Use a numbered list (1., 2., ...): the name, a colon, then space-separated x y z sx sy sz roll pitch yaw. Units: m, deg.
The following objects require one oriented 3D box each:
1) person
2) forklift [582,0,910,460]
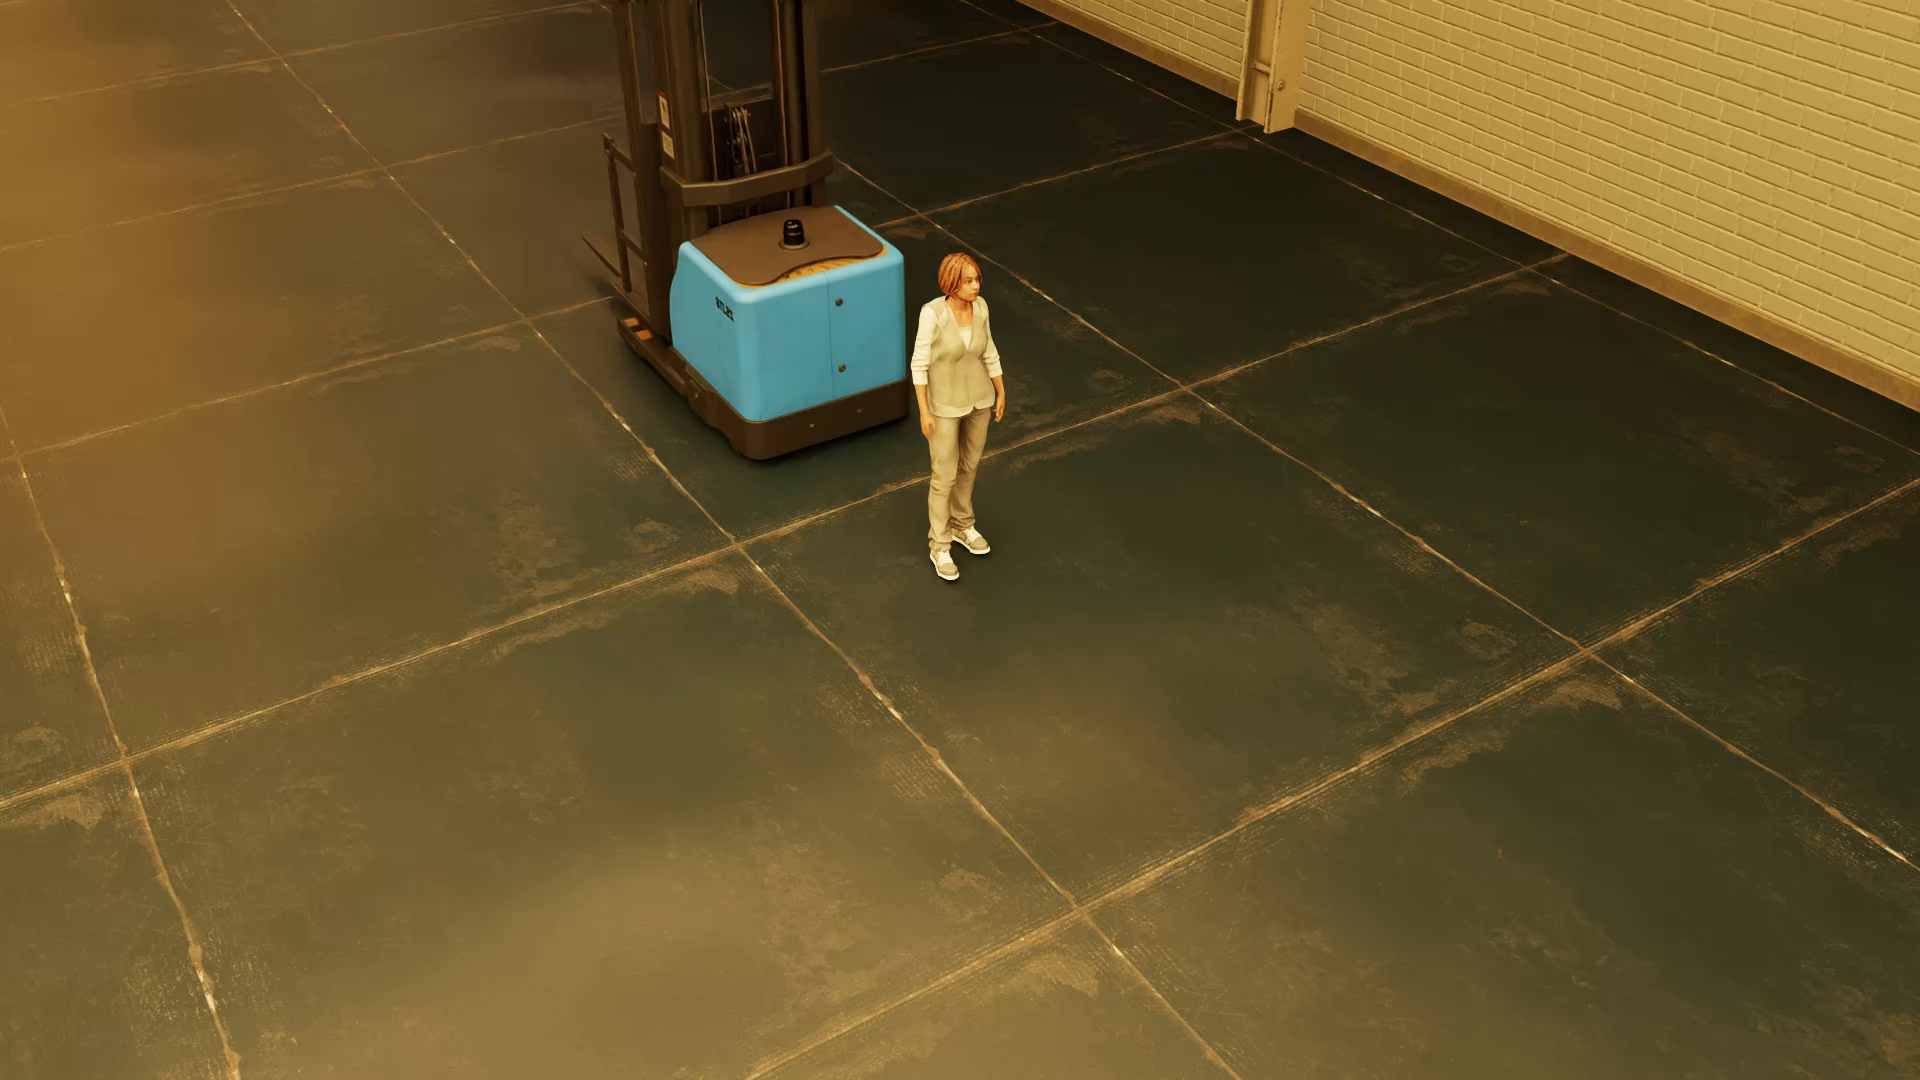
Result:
1. person: 0.028 -0.620 8.177 0.521 1.596 0.475 -21 40 -27
2. forklift: -1.489 -2.459 9.648 1.130 2.935 3.031 -19 40 -25
